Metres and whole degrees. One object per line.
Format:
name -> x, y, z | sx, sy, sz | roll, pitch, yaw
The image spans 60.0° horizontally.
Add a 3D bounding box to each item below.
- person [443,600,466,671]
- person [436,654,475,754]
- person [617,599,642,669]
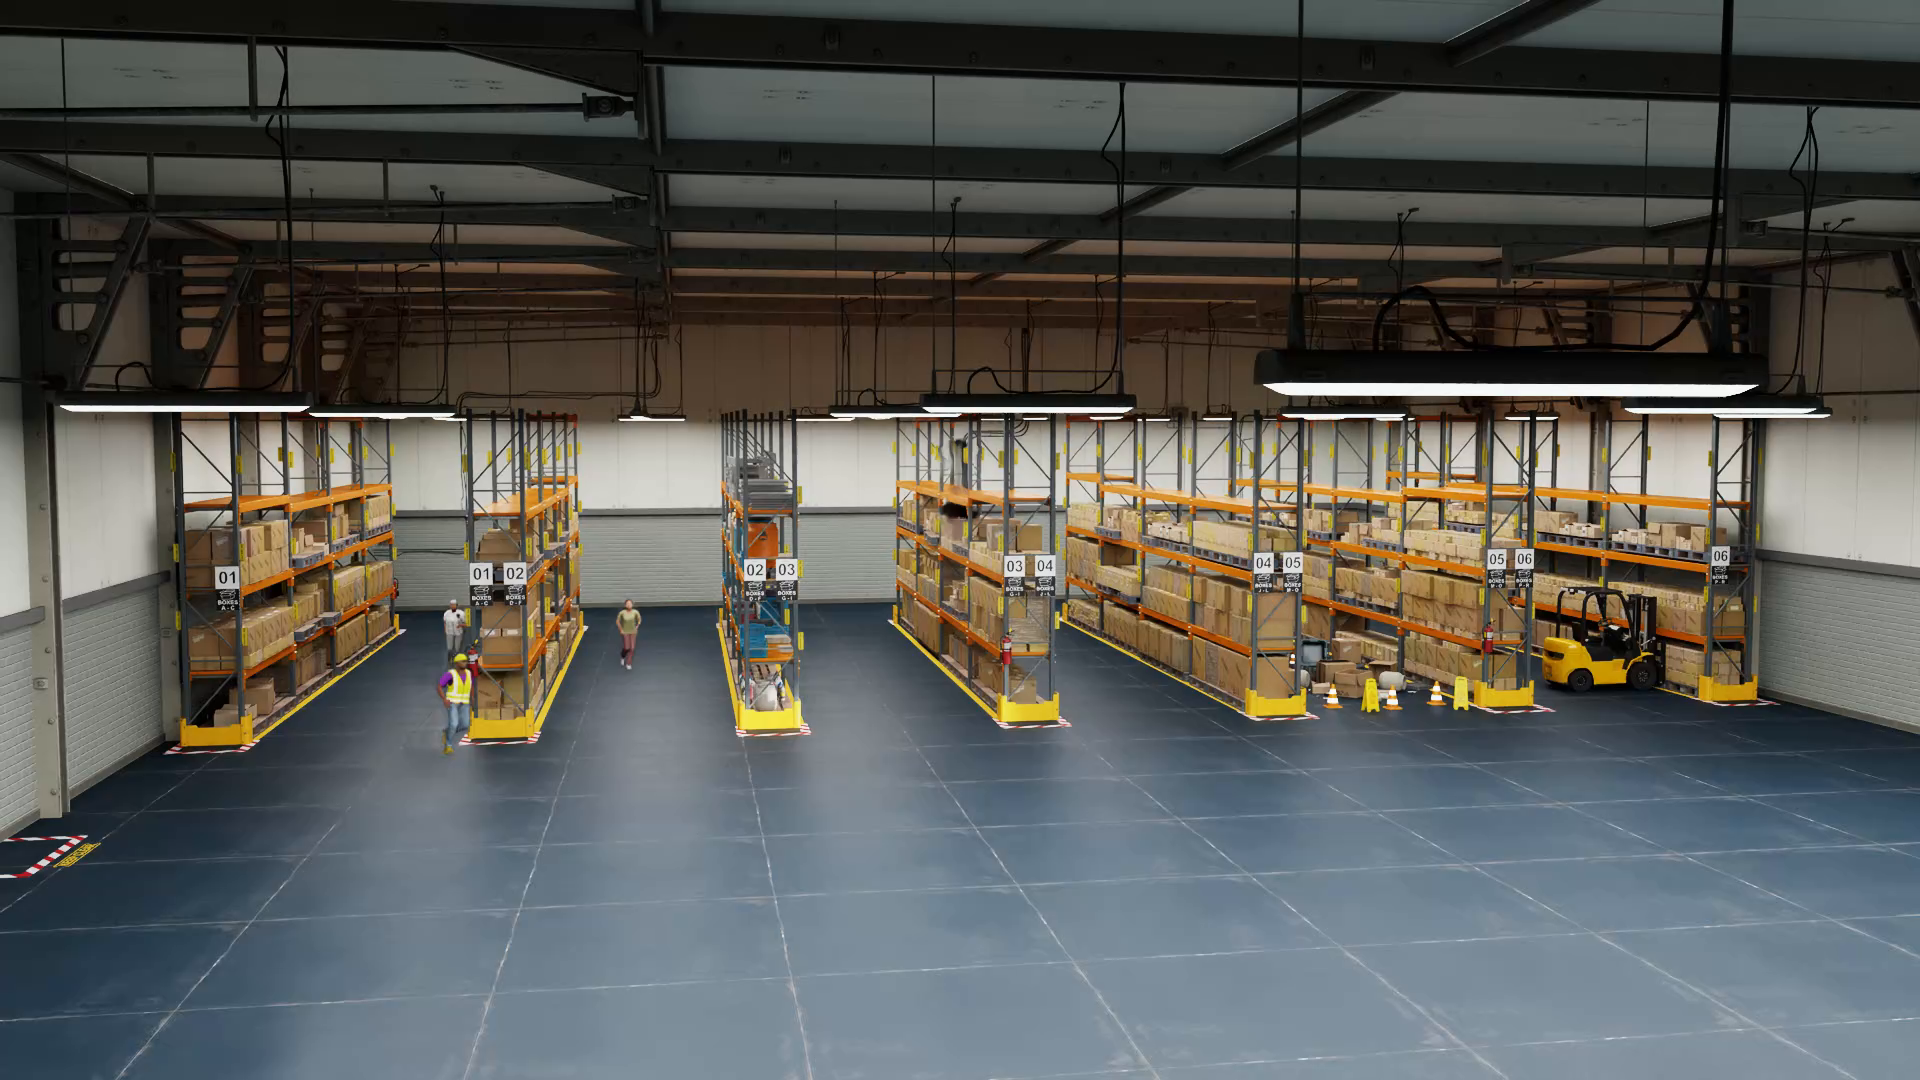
person -> -11.724, 2.214, 38.608 | 0.581, 1.658, 0.638 | -1, 4, -10
person -> -8.816, 2.846, 29.148 | 0.553, 1.700, 0.746 | 4, 5, 43
person -> -7.725, 2.199, 38.913 | 0.570, 1.637, 0.564 | -1, 4, -18
